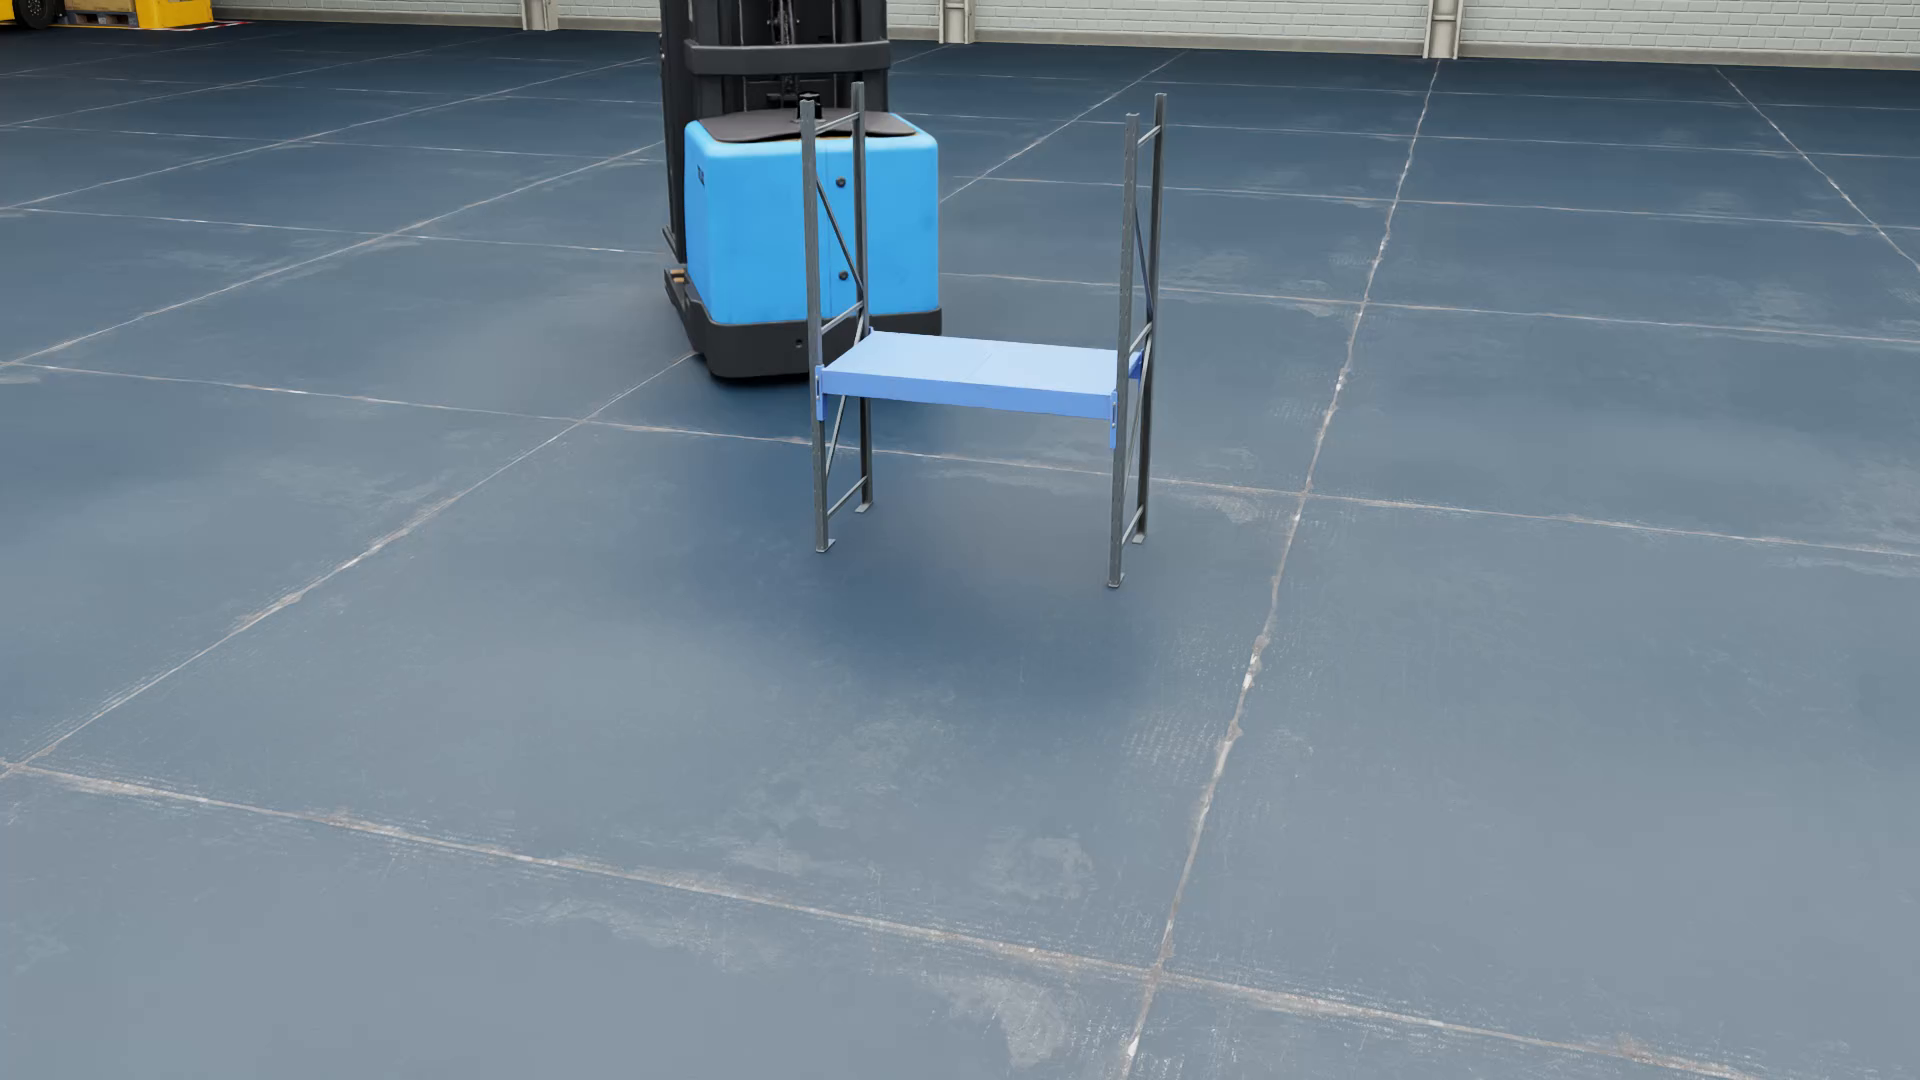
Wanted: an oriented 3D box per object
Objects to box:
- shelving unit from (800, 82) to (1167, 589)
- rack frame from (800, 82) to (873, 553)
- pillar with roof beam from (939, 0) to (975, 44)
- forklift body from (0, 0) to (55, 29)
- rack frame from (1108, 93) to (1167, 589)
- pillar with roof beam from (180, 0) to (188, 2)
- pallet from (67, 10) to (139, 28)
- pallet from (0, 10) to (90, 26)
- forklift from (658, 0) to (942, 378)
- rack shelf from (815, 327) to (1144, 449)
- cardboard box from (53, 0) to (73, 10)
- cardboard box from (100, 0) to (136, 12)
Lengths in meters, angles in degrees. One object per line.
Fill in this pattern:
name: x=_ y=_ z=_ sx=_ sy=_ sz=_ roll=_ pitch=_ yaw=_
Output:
shelving unit: x=0.082 y=-0.685 z=5.463 sx=1.048 sy=1.500 sz=0.538 roll=7 pitch=23 yaw=16
rack frame: x=-0.405 y=-0.740 z=5.598 sx=0.032 sy=1.500 sz=0.500 roll=7 pitch=23 yaw=16
pillar with roof beam: x=-1.281 y=-8.993 z=15.836 sx=0.400 sy=9.000 sz=9.100 roll=7 pitch=23 yaw=16
forklift body: x=-13.462 y=-7.846 z=22.063 sx=1.214 sy=2.155 sz=2.313 roll=7 pitch=23 yaw=16
rack frame: x=0.568 y=-0.629 z=5.327 sx=0.032 sy=1.500 sz=0.500 roll=7 pitch=23 yaw=16
pillar with roof beam: x=-12.769 y=-10.309 z=19.043 sx=0.400 sy=9.000 sz=9.100 roll=7 pitch=23 yaw=16
pallet: x=-11.864 y=-7.472 z=23.707 sx=1.213 sy=0.211 sz=1.003 roll=7 pitch=23 yaw=16
pallet: x=-13.028 y=-7.606 z=24.035 sx=1.213 sy=0.211 sz=1.003 roll=7 pitch=23 yaw=15
forklift: x=-0.958 y=-2.600 z=8.245 sx=1.130 sy=2.935 sz=3.031 roll=-6 pitch=23 yaw=-14
rack shelf: x=0.082 y=-0.518 z=5.531 sx=1.000 sy=0.185 sz=0.538 roll=7 pitch=23 yaw=16
cardboard box: x=-12.610 y=-7.668 z=23.582 sx=0.500 sy=0.250 sz=0.500 roll=7 pitch=23 yaw=16
cardboard box: x=-11.660 y=-7.552 z=23.299 sx=0.500 sy=0.250 sz=0.500 roll=7 pitch=23 yaw=16
